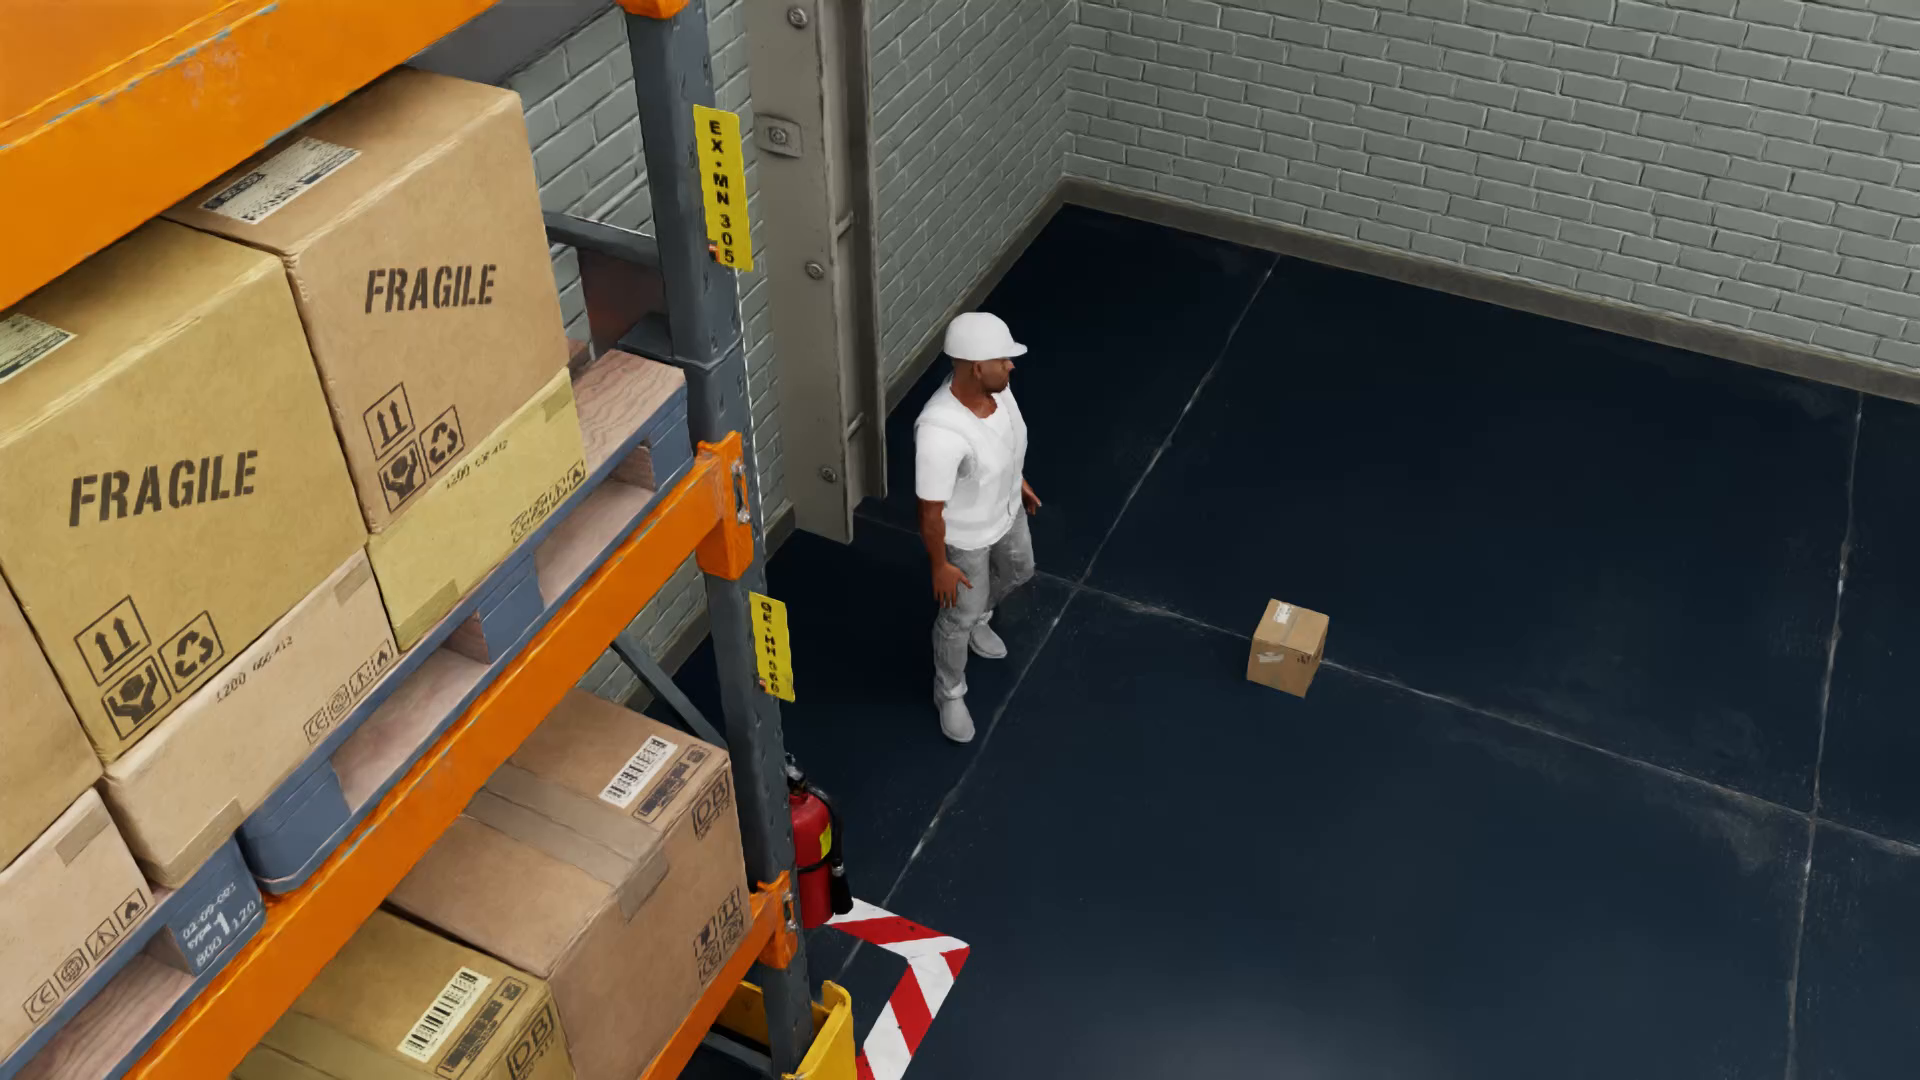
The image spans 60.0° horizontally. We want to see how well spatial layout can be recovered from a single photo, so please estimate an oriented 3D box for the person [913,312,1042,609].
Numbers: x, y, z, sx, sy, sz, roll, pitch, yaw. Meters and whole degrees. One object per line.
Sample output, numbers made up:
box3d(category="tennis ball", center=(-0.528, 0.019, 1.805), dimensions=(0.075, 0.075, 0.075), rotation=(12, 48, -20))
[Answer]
box3d(category="person", center=(0.044, -0.336, 5.955), dimensions=(0.337, 1.059, 0.665), rotation=(19, 45, 20))
